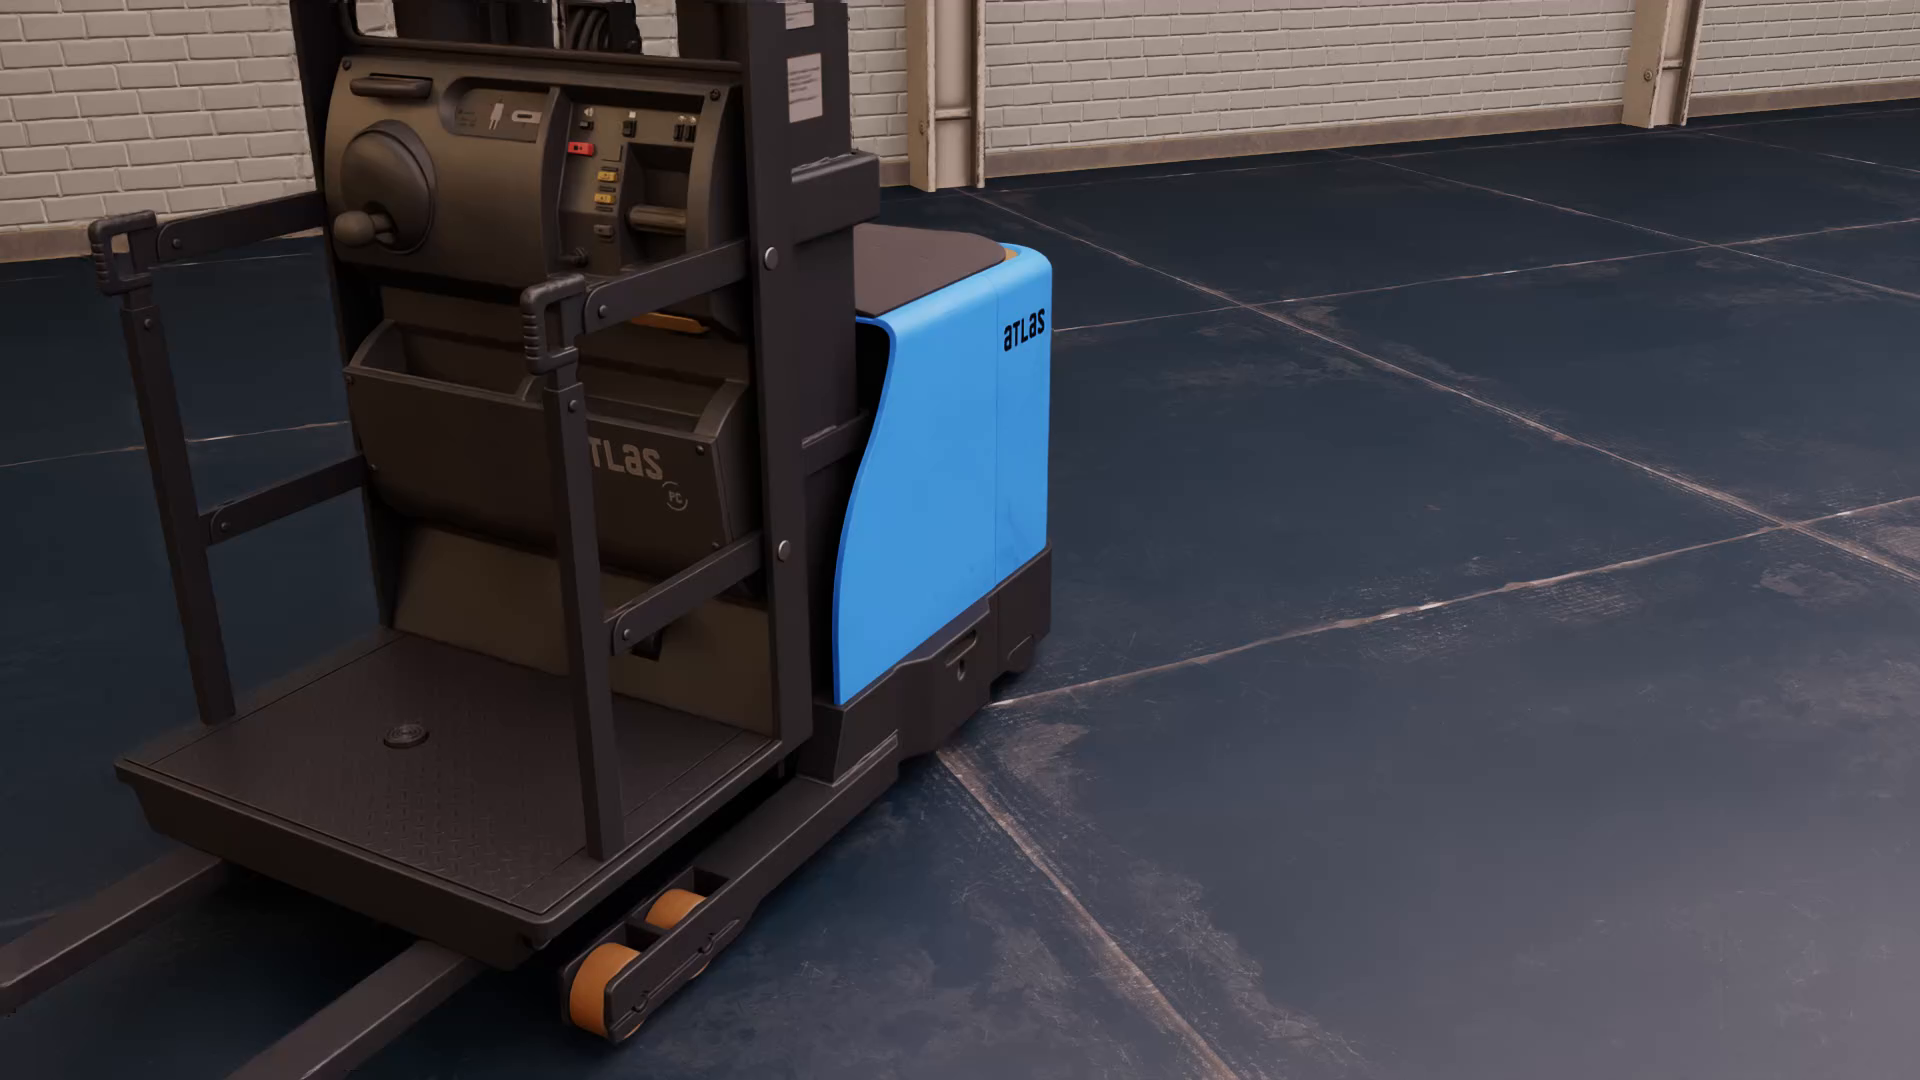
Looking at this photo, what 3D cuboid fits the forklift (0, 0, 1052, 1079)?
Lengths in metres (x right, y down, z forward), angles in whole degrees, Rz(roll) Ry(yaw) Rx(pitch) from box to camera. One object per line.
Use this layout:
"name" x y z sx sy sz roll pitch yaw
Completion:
"forklift" -0.915 -0.662 2.880 1.130 2.935 3.031 12 25 26
